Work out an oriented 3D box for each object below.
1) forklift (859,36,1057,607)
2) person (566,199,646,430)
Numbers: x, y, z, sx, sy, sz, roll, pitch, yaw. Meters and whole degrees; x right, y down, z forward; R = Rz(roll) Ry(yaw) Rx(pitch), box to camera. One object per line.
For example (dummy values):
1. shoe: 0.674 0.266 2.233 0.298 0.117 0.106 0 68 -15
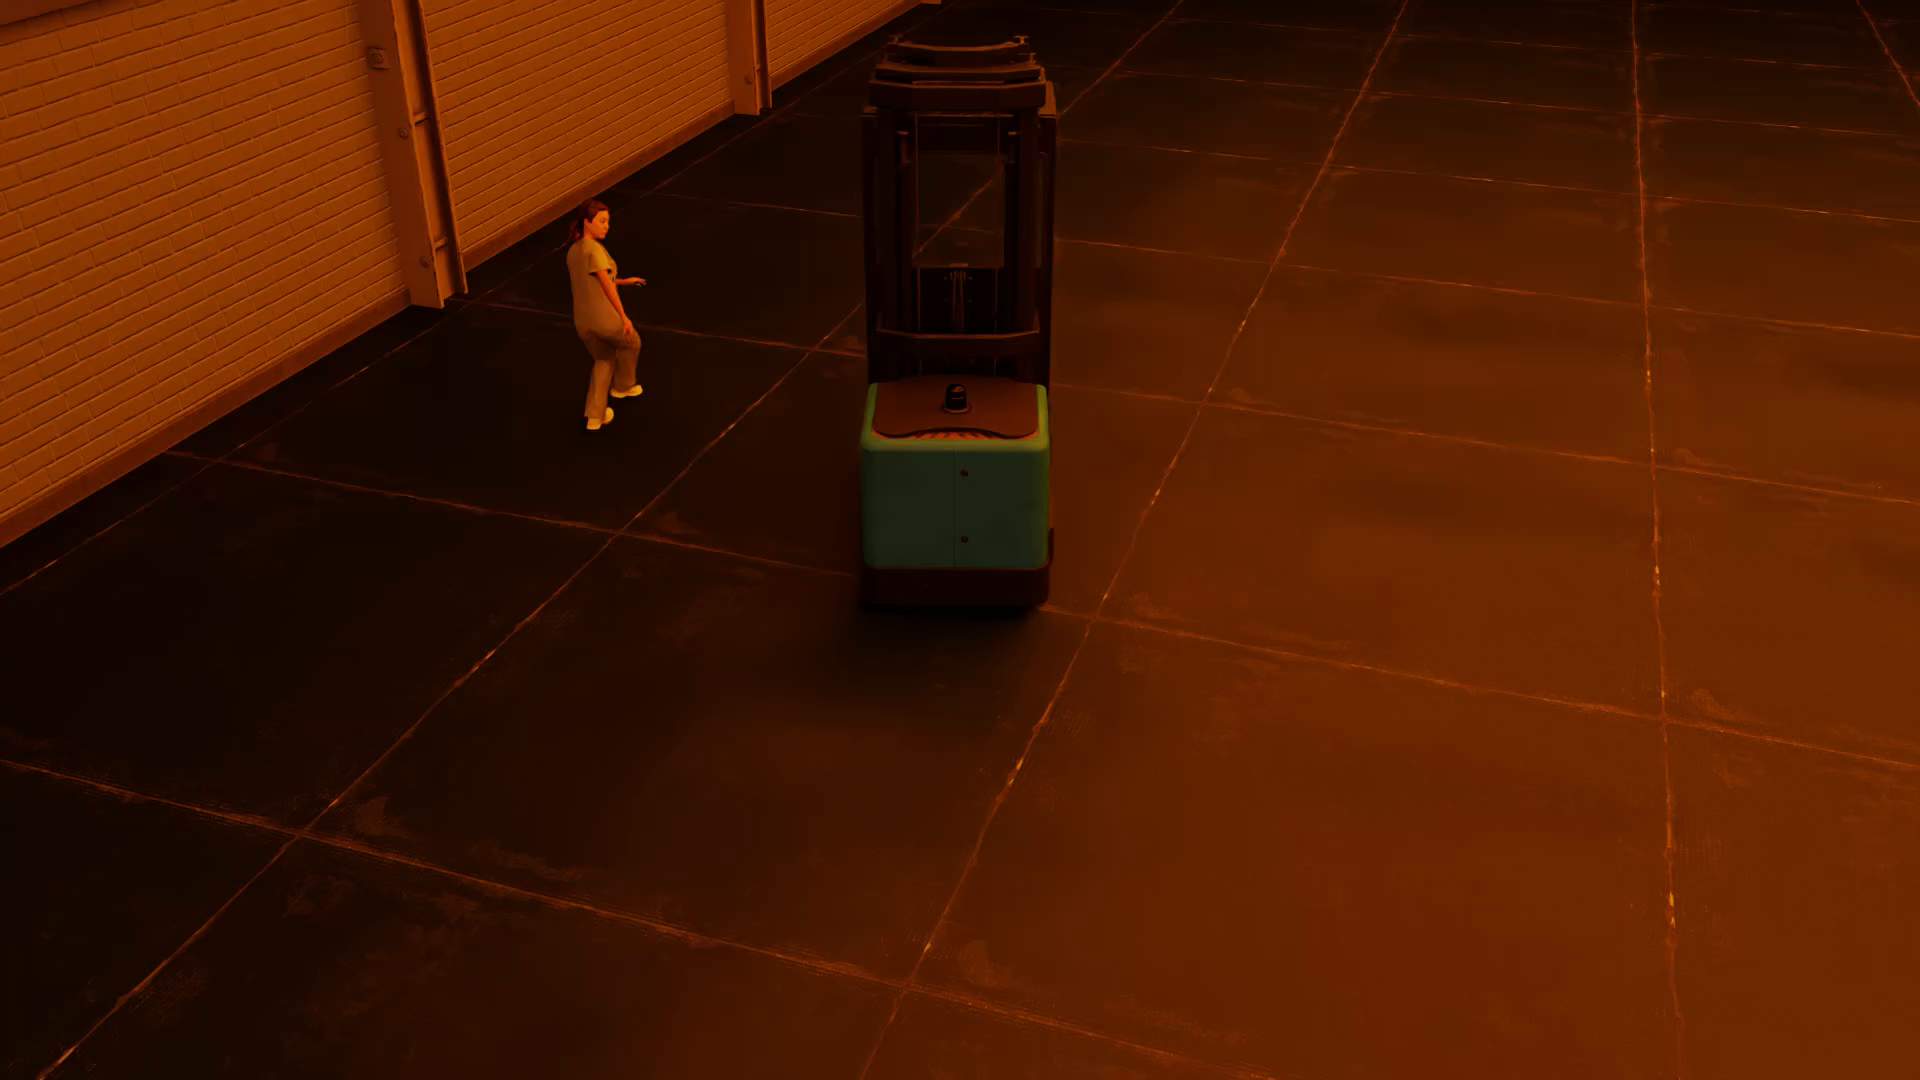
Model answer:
1. forklift: -0.002 -1.592 9.929 1.130 2.935 3.031 1 30 1
2. person: -2.310 -1.537 11.264 0.676 1.519 0.748 15 33 25
